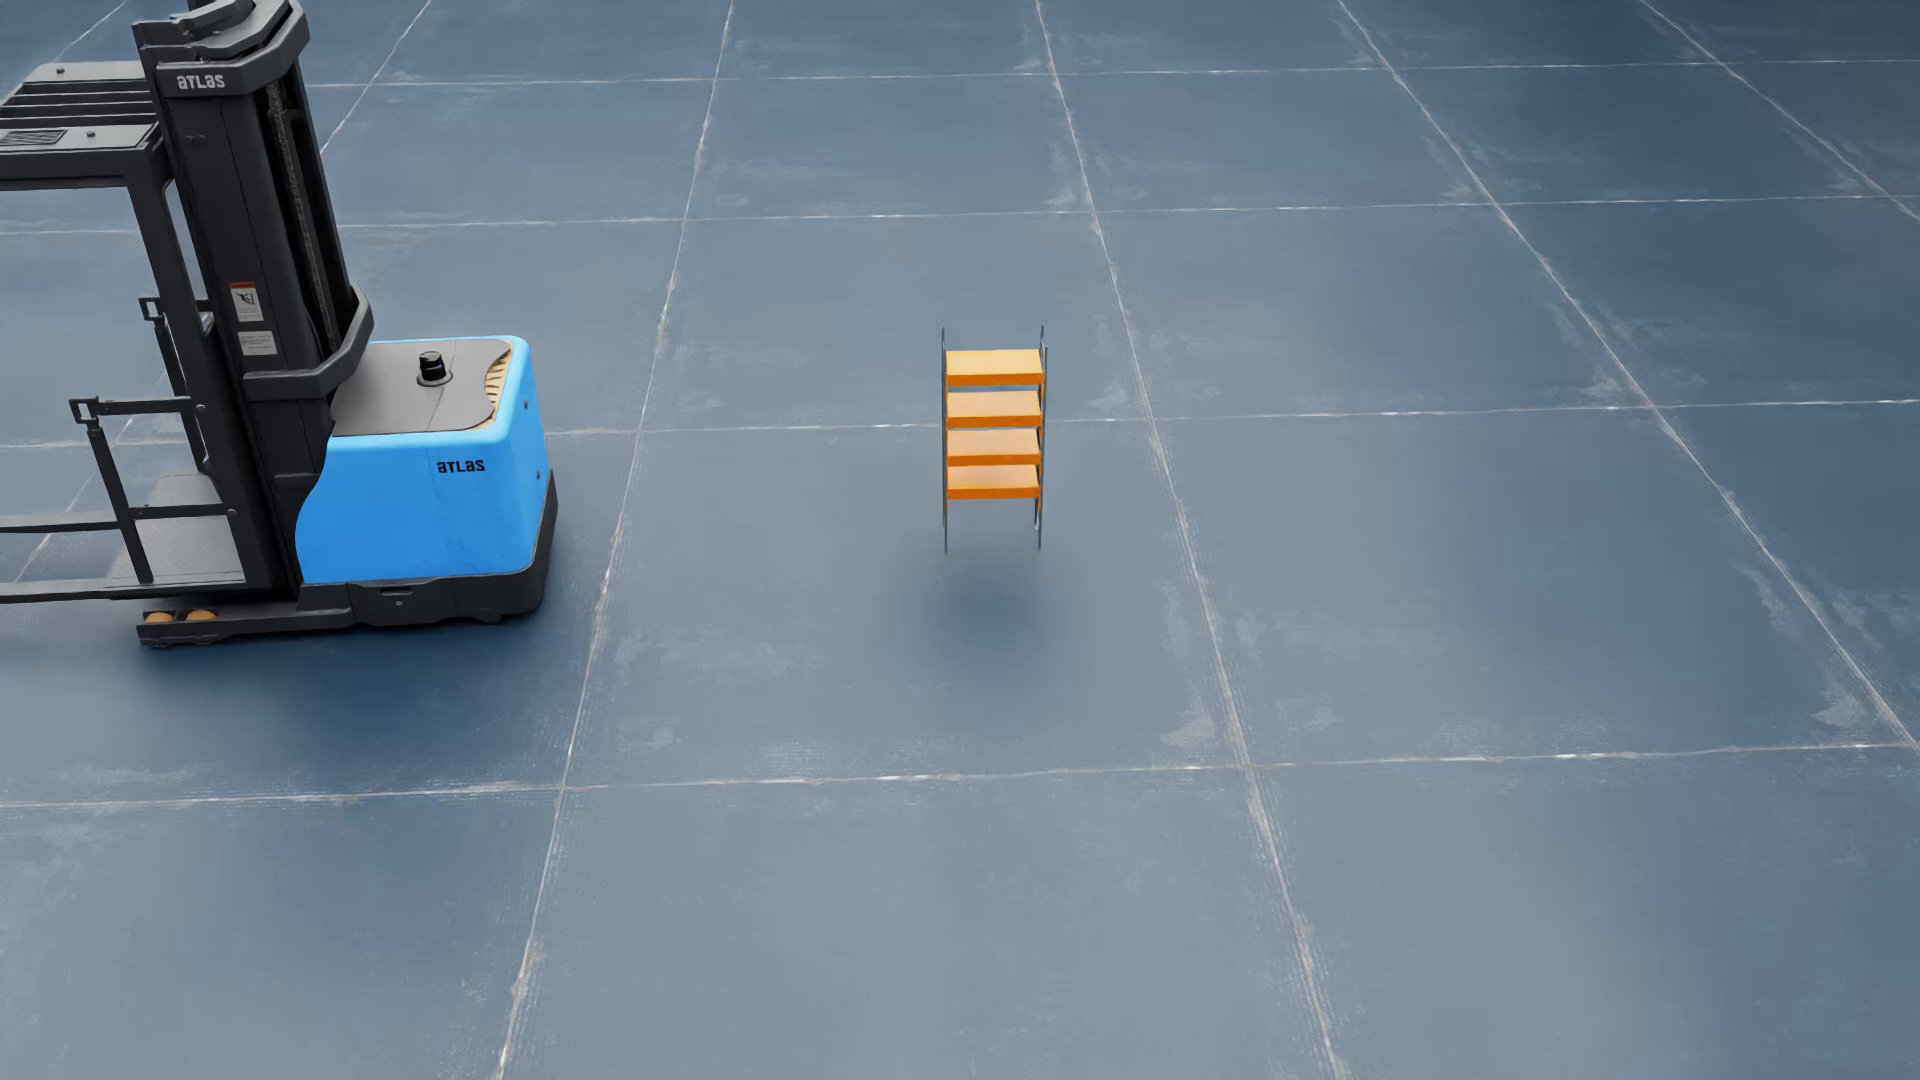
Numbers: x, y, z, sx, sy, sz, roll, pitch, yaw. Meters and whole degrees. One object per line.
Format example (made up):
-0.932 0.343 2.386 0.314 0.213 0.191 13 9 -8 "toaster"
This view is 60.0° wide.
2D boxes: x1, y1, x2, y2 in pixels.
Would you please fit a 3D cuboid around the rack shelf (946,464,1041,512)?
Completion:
0.165 -0.279 8.566 0.480 0.148 0.258 -2 35 -2 "rack shelf"

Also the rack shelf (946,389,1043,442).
0.165 -0.626 8.326 0.480 0.148 0.258 -2 35 -2 "rack shelf"

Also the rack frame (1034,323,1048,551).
0.409 -0.504 8.424 0.015 1.200 0.240 -2 35 -2 "rack frame"

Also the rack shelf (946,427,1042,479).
0.165 -0.443 8.453 0.480 0.148 0.258 -2 35 -2 "rack shelf"

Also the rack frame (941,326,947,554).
-0.078 -0.491 8.405 0.015 1.200 0.240 -2 35 -2 "rack frame"

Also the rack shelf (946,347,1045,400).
0.165 -0.821 8.191 0.480 0.148 0.258 -2 35 -2 "rack shelf"

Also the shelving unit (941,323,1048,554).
0.165 -0.498 8.415 0.503 1.200 0.258 -2 35 -2 "shelving unit"

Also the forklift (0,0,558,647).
-3.614 -1.006 7.628 3.031 2.935 1.130 -3 35 -5 "forklift"
